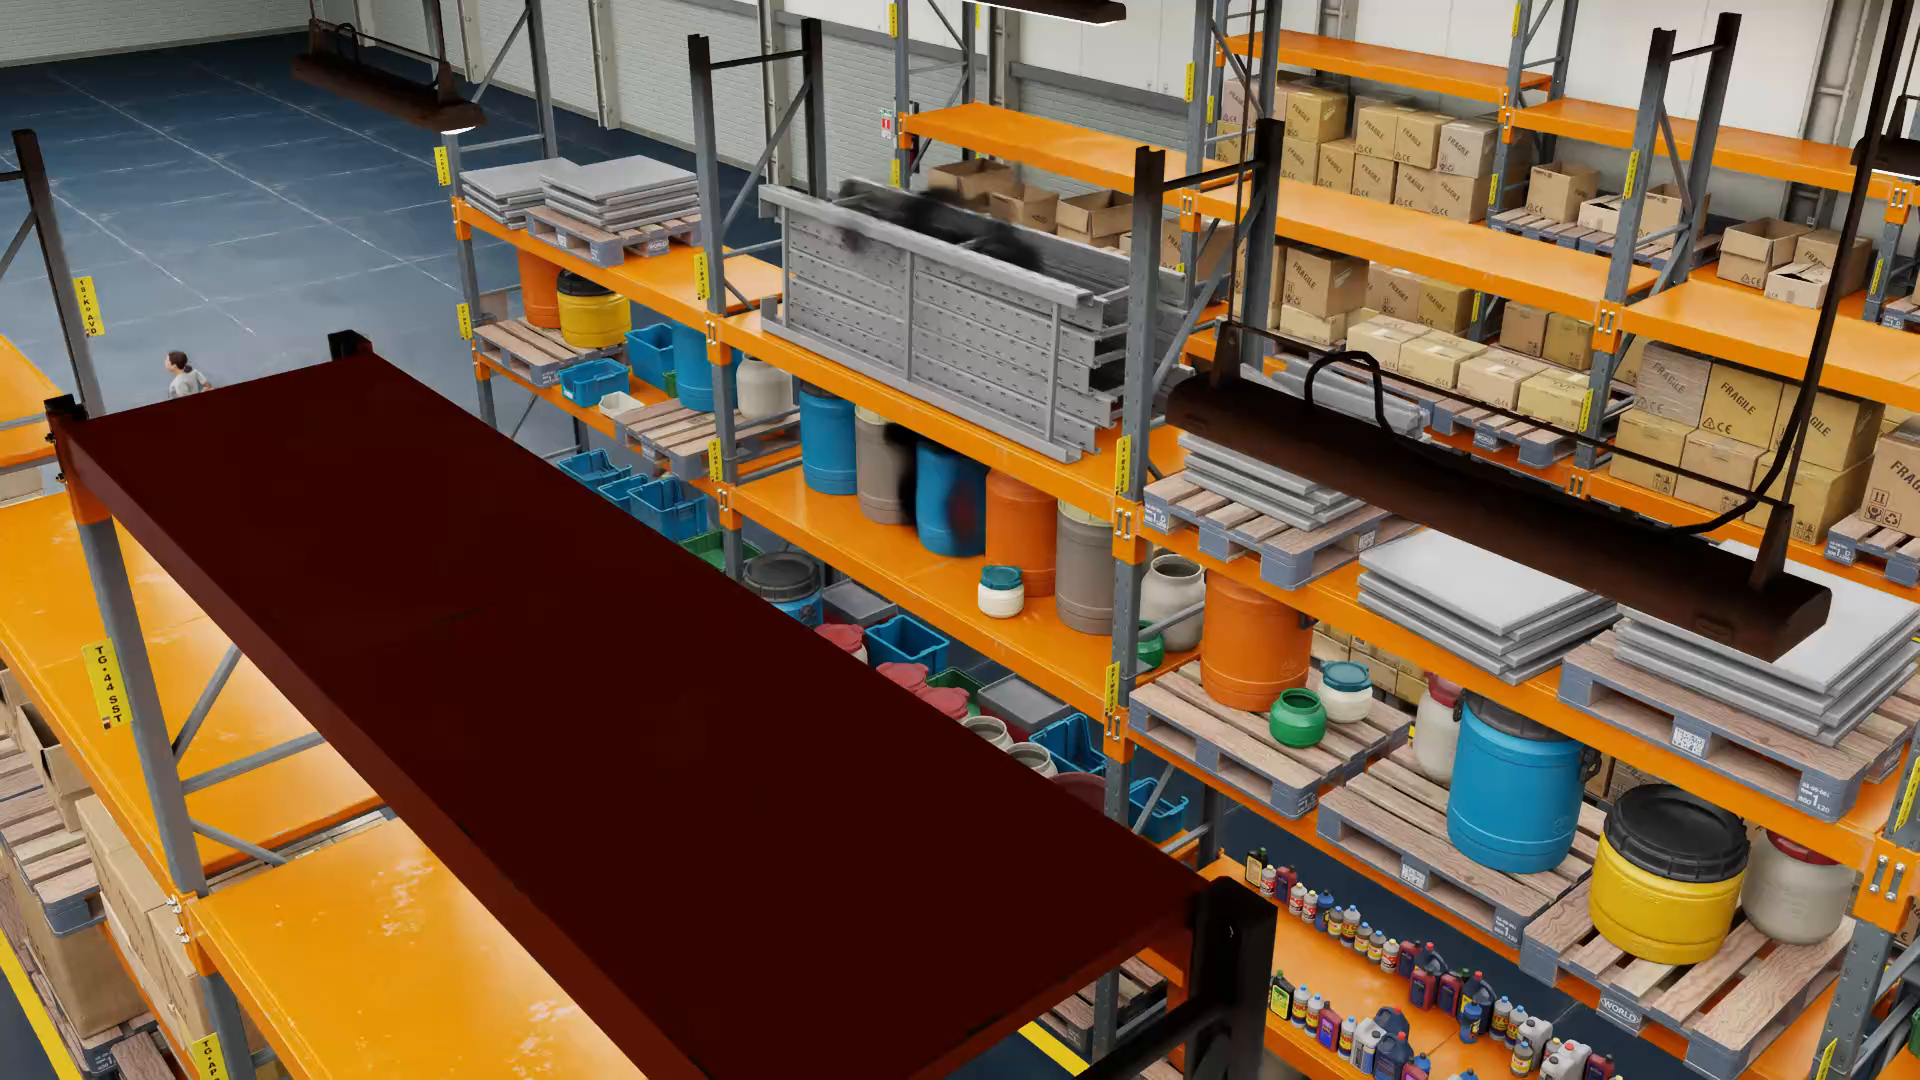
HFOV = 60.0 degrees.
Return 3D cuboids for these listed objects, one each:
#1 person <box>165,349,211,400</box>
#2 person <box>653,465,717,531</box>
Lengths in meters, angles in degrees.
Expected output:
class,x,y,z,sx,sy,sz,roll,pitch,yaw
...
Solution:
class,x,y,z,sx,sy,sz,roll,pitch,yaw
person,-8.324,-1.273,18.220,0.840,1.702,0.565,-6,28,-12
person,-2.882,-0.675,16.951,0.864,1.788,0.710,16,31,29
